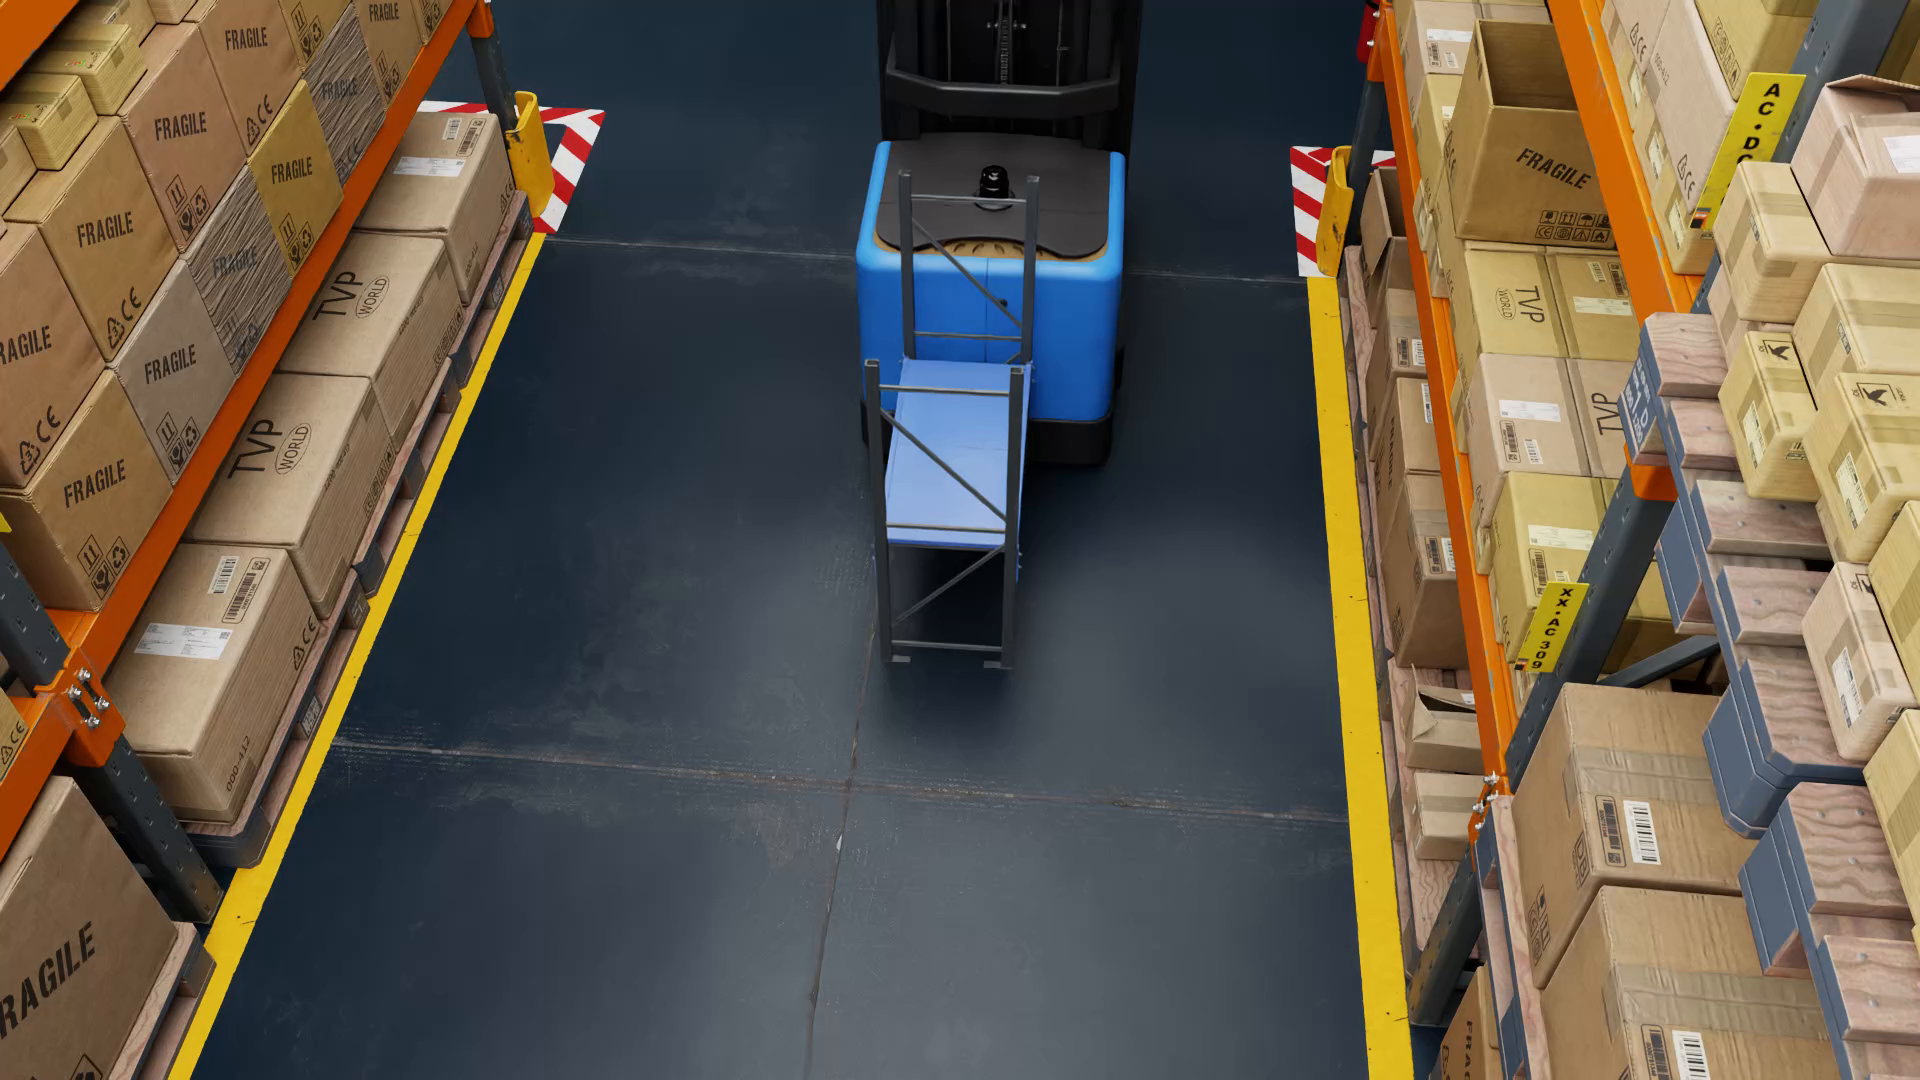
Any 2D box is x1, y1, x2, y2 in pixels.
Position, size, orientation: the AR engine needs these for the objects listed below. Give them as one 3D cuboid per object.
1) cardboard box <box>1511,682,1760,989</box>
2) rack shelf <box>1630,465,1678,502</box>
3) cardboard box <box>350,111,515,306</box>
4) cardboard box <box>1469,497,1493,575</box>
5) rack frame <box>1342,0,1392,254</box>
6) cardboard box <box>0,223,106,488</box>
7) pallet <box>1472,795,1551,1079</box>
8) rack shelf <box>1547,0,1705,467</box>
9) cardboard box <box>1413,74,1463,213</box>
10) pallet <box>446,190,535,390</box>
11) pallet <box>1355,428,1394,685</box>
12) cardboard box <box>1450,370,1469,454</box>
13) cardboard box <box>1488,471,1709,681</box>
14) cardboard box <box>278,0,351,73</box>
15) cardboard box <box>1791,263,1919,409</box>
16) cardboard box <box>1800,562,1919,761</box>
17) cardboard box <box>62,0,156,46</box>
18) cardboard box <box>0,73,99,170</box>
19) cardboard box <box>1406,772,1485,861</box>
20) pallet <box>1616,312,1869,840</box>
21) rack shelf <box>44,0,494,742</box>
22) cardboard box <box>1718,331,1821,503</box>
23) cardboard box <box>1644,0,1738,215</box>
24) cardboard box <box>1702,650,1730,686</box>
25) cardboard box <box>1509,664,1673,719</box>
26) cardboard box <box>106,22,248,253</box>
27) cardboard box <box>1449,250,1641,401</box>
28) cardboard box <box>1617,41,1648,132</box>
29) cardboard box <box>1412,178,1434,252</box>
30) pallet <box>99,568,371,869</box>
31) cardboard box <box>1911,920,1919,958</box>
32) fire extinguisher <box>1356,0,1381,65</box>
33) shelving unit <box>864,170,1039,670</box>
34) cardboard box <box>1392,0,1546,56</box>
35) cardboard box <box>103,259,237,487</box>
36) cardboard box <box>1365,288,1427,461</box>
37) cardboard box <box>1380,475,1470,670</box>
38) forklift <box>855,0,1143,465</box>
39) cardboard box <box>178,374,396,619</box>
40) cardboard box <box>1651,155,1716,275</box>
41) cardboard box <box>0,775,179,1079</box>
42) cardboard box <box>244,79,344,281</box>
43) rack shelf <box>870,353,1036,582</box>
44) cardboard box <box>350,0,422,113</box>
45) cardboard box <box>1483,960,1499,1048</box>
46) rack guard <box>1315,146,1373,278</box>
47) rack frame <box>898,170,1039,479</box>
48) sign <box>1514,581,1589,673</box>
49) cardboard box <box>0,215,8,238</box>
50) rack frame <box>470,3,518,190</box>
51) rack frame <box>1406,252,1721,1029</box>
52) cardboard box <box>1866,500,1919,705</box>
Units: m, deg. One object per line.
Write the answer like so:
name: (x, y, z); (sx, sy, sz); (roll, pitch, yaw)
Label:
cardboard box: (1.676, 0.697, 3.728); (0.700, 0.500, 0.500); (5, 48, 5)
rack shelf: (1.760, 1.232, 2.045); (1.077, 0.370, 4.000); (4, 48, 4)
cardboard box: (-2.597, -1.524, 7.563); (0.875, 0.438, 0.875); (2, 48, 2)
cardboard box: (1.722, -0.020, 4.906); (0.380, 0.149, 0.250); (5, 48, 5)
rack frame: (2.307, -2.407, 6.919); (1.000, 3.000, 0.127); (4, 48, 4)
cardboard box: (-2.716, -0.504, 4.433); (0.500, 0.500, 0.500); (4, 48, 4)
pallet: (1.761, 1.177, 3.771); (1.003, 0.211, 1.213); (4, 48, 4)
rack shelf: (2.125, -1.707, 4.734); (1.077, 0.370, 4.000); (4, 48, 4)
cardboard box: (1.909, -1.399, 5.897); (0.500, 0.250, 0.500); (3, 48, 3)
pallet: (-2.631, -1.205, 7.709); (1.003, 0.211, 1.213); (4, 48, 4)
pallet: (2.115, 0.070, 6.544); (1.003, 0.211, 1.213); (4, 48, 4)
cardboard box: (1.768, -0.401, 5.254); (0.380, 0.149, 0.250); (3, 48, 3)
cardboard box: (1.746, 0.092, 4.534); (0.500, 0.250, 0.500); (5, 48, 5)
cardboard box: (-2.510, -1.990, 5.792); (0.500, 0.500, 0.500); (4, 48, 3)
cardboard box: (1.525, -0.281, 2.558); (0.380, 0.149, 0.250); (5, 48, 4)
cardboard box: (1.428, 0.182, 2.336); (0.380, 0.149, 0.250); (4, 48, 4)
cardboard box: (-2.647, -1.546, 4.946); (0.380, 0.149, 0.250); (4, 48, 3)
cardboard box: (-2.641, -1.162, 4.595); (0.380, 0.149, 0.250); (4, 48, 3)
cardboard box: (1.701, 0.923, 5.520); (0.380, 0.149, 0.250); (3, 48, 2)
pallet: (1.813, 0.057, 2.759); (1.213, 0.211, 1.003); (4, 48, 4)
rack shelf: (-2.818, -1.026, 6.143); (1.077, 0.370, 4.000); (4, 48, 4)
cardboard box: (1.461, -0.191, 2.677); (0.380, 0.149, 0.250); (4, 48, 4)
cardboard box: (1.737, -0.902, 3.409); (0.500, 0.250, 0.500); (4, 48, 4)
cardboard box: (2.257, 0.136, 4.493); (0.500, 0.250, 0.500); (3, 48, 3)
cardboard box: (1.720, 0.365, 4.553); (0.380, 0.149, 0.250); (4, 48, 4)
cardboard box: (-2.606, -1.250, 5.116); (0.500, 0.500, 0.500); (5, 48, 4)
cardboard box: (1.836, -0.643, 5.206); (0.500, 0.250, 0.500); (4, 48, 3)
cardboard box: (1.740, -1.056, 3.821); (0.380, 0.149, 0.250); (5, 48, 5)
cardboard box: (1.837, -1.156, 5.945); (0.380, 0.149, 0.250); (3, 48, 2)
pallet: (-2.853, 0.588, 6.069); (1.003, 0.211, 1.213); (4, 48, 4)
cardboard box: (1.397, 0.558, 1.992); (0.380, 0.149, 0.250); (5, 48, 4)
fire extinguisher: (1.860, -2.395, 7.213); (0.296, 0.674, 0.183); (4, 48, 4)
shelving unit: (-0.010, -0.413, 6.111); (0.538, 1.500, 1.048); (3, 48, 3)
cardboard box: (1.998, -2.142, 6.576); (0.500, 0.250, 0.500); (4, 48, 4)
cardboard box: (-2.647, -0.530, 5.134); (0.500, 0.500, 0.500); (4, 48, 4)
cardboard box: (2.040, -0.637, 6.709); (0.700, 0.500, 0.500); (6, 48, 5)
cardboard box: (1.946, 0.126, 6.011); (0.700, 0.500, 0.500); (2, 48, 2)
forklift: (0.222, -2.392, 6.952); (1.130, 2.935, 3.031); (3, 48, 3)
cardboard box: (-2.756, -0.188, 6.341); (0.875, 0.438, 0.875); (3, 48, 2)
cardboard box: (1.681, -0.680, 3.476); (0.380, 0.149, 0.250); (4, 48, 3)
cardboard box: (-2.977, 1.237, 4.741); (0.875, 0.875, 0.875); (5, 48, 5)
cardboard box: (-2.548, -1.273, 5.814); (0.500, 0.500, 0.500); (5, 48, 5)
rack shelf: (-0.010, -0.291, 6.244); (0.538, 0.185, 1.000); (3, 48, 3)
cardboard box: (-2.477, -2.032, 6.508); (0.500, 0.500, 0.500); (3, 48, 3)
cardboard box: (1.645, 1.261, 4.534); (0.380, 0.149, 0.250); (6, 48, 5)
rack guard: (2.300, -1.508, 7.790); (1.175, 0.500, 0.348); (4, 48, 4)
rack frame: (0.030, -0.787, 6.453); (0.500, 1.500, 0.032); (3, 48, 3)
sign: (1.402, 0.209, 3.940); (0.100, 0.325, 0.005); (4, 48, 4)
cardboard box: (-2.706, -0.793, 4.258); (0.380, 0.149, 0.250); (5, 48, 4)
rack frame: (-2.636, -2.739, 7.222); (1.000, 3.000, 0.127); (4, 48, 4)
rack frame: (1.943, 0.532, 4.231); (1.000, 3.000, 0.127); (4, 48, 4)
cardboard box: (1.463, 0.094, 2.215); (0.380, 0.149, 0.250); (3, 48, 3)
